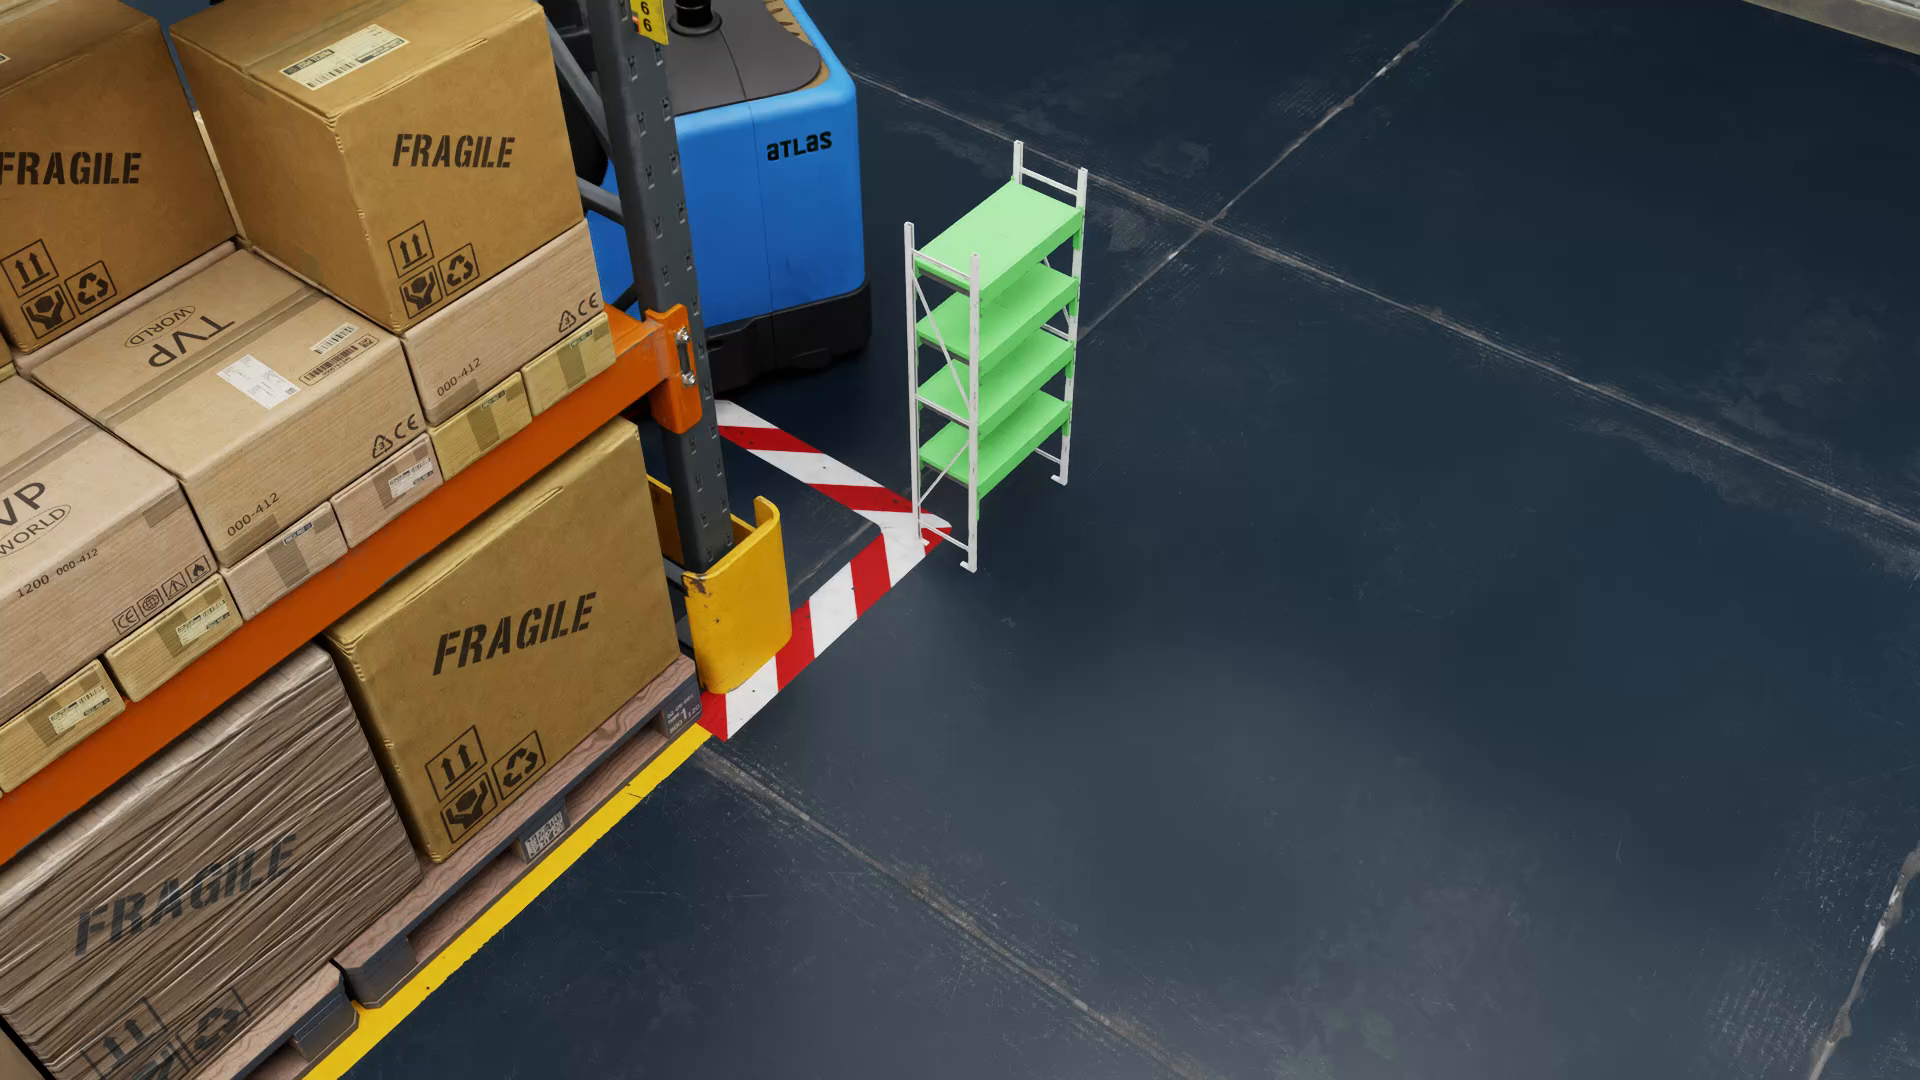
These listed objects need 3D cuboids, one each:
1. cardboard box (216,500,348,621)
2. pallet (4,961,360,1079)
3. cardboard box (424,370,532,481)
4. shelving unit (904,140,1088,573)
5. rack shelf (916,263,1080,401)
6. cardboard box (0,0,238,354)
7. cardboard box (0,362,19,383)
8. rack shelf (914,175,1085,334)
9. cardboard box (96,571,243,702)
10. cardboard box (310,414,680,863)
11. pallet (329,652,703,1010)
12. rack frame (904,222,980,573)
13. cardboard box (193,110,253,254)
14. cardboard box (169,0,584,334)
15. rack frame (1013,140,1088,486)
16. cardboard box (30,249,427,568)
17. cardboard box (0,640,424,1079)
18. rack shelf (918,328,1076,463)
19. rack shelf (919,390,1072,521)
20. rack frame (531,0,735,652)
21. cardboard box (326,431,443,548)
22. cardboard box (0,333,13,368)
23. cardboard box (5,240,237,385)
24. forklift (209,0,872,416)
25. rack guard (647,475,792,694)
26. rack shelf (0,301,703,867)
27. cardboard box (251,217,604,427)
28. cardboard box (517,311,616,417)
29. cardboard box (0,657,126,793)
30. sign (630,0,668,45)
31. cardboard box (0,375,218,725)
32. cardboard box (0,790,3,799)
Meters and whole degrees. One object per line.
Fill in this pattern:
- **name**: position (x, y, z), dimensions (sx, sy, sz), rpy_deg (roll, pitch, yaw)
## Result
- **cardboard box**: position (-1.481, -0.040, 3.388), dimensions (0.380, 0.149, 0.250), rpy_deg (30, 53, 26)
- **pallet**: position (-2.231, 1.238, 3.921), dimensions (1.003, 0.211, 1.213), rpy_deg (29, 53, 25)
- **cardboard box**: position (-1.173, -0.326, 3.661), dimensions (0.380, 0.149, 0.250), rpy_deg (30, 53, 25)
- **shelving unit**: position (0.101, -0.509, 4.907), dimensions (0.258, 1.200, 0.503), rpy_deg (29, 53, 25)
- **rack shelf**: position (0.101, -0.631, 4.779), dimensions (0.258, 0.148, 0.480), rpy_deg (29, 53, 25)
- **cardboard box**: position (-1.871, -0.781, 3.301), dimensions (0.500, 0.500, 0.500), rpy_deg (28, 52, 24)
- **cardboard box**: position (-2.188, -0.221, 3.285), dimensions (0.500, 0.250, 0.500), rpy_deg (28, 52, 24)
- **rack shelf**: position (0.101, -0.797, 4.606), dimensions (0.258, 0.148, 0.480), rpy_deg (29, 53, 25)
- **cardboard box**: position (-1.639, 0.109, 3.245), dimensions (0.380, 0.149, 0.250), rpy_deg (28, 52, 24)
- **cardboard box**: position (-1.386, 0.078, 4.280), dimensions (0.875, 0.875, 0.875), rpy_deg (29, 53, 25)
- **pallet**: position (-1.485, 0.543, 4.585), dimensions (1.003, 0.211, 1.213), rpy_deg (29, 53, 25)
- **rack frame**: position (-0.048, -0.370, 4.773), dimensions (0.240, 1.200, 0.015), rpy_deg (29, 53, 25)
- **cardboard box**: position (-1.565, -0.808, 3.845), dimensions (0.500, 0.250, 0.500), rpy_deg (28, 52, 24)
- **cardboard box**: position (-1.148, -0.827, 3.345), dimensions (0.500, 0.500, 0.500), rpy_deg (30, 53, 25)
- **rack frame**: position (0.250, -0.649, 5.040), dimensions (0.240, 1.200, 0.015), rpy_deg (29, 53, 25)
- **cardboard box**: position (-1.455, -0.278, 3.340), dimensions (0.500, 0.250, 0.500), rpy_deg (28, 53, 24)
- **cardboard box**: position (-1.943, 0.599, 3.782), dimensions (0.875, 0.875, 0.875), rpy_deg (29, 53, 25)
- **rack shelf**: position (0.101, -0.465, 4.953), dimensions (0.258, 0.148, 0.480), rpy_deg (29, 53, 25)
- **rack shelf**: position (0.101, -0.299, 5.126), dimensions (0.258, 0.148, 0.480), rpy_deg (29, 53, 25)
- **rack frame**: position (-1.058, -0.912, 4.047), dimensions (1.000, 3.000, 0.127), rpy_deg (29, 53, 25)
- **cardboard box**: position (-1.328, -0.183, 3.524), dimensions (0.380, 0.149, 0.250), rpy_deg (29, 53, 25)
- **cardboard box**: position (-2.183, -0.481, 3.015), dimensions (0.500, 0.500, 0.500), rpy_deg (28, 52, 24)
- **cardboard box**: position (-1.878, -0.507, 3.558), dimensions (0.500, 0.250, 0.500), rpy_deg (29, 53, 25)
- **forklift**: position (-1.878, -1.590, 4.742), dimensions (3.031, 2.935, 1.130), rpy_deg (-16, 48, -15)
- **rack guard**: position (-1.044, -0.062, 4.964), dimensions (1.175, 0.500, 0.348), rpy_deg (29, 53, 25)
- **rack shelf**: position (-2.281, 0.481, 3.214), dimensions (1.077, 0.370, 4.000), rpy_deg (29, 53, 25)
- **cardboard box**: position (-1.145, -0.568, 3.617), dimensions (0.500, 0.250, 0.500), rpy_deg (28, 53, 24)
- **cardboard box**: position (-1.015, -0.476, 3.804), dimensions (0.380, 0.149, 0.250), rpy_deg (30, 53, 26)
- **cardboard box**: position (-1.797, 0.258, 3.103), dimensions (0.380, 0.149, 0.250), rpy_deg (29, 53, 25)
- **sign**: position (-0.637, -1.146, 3.306), dimensions (0.100, 0.325, 0.005), rpy_deg (29, 53, 25)
- **cardboard box**: position (-1.766, 0.013, 3.061), dimensions (0.500, 0.250, 0.500), rpy_deg (27, 52, 24)
- **cardboard box**: position (-1.950, 0.399, 2.968), dimensions (0.380, 0.149, 0.250), rpy_deg (30, 53, 26)
